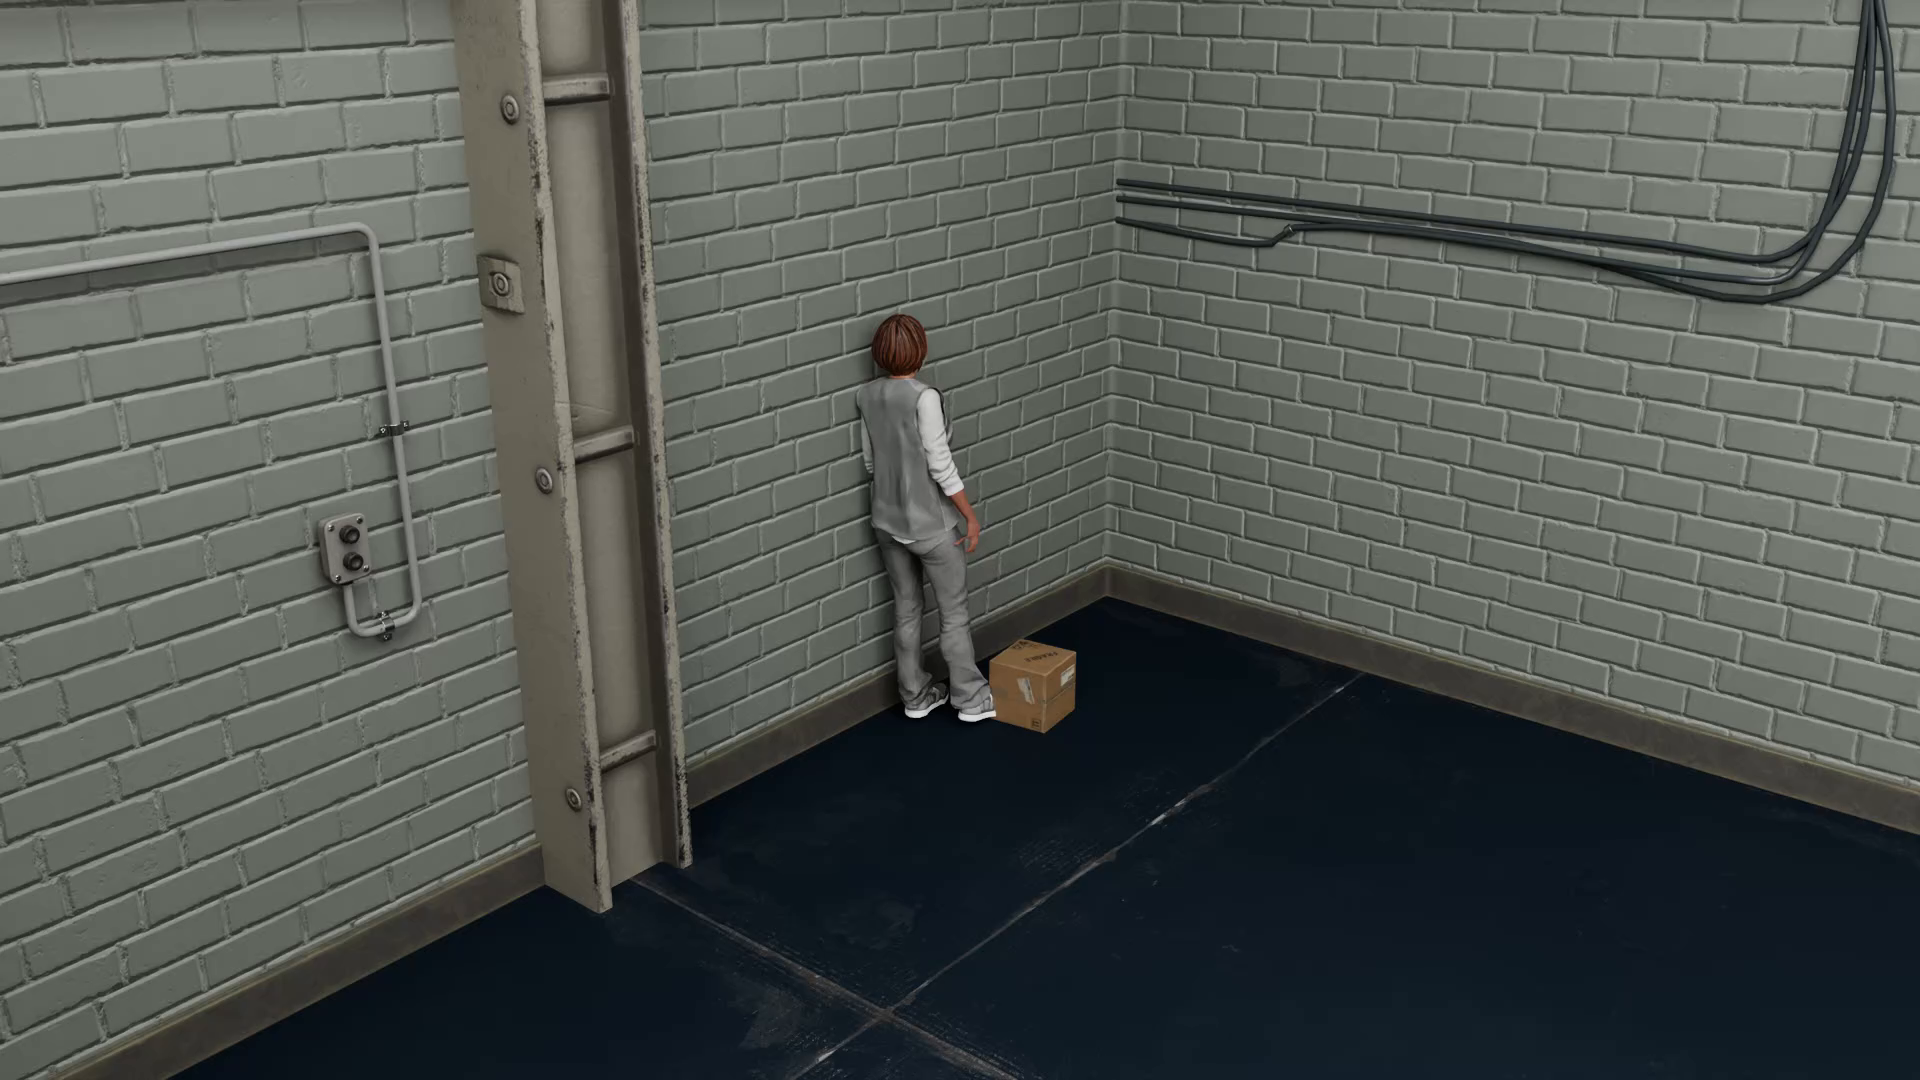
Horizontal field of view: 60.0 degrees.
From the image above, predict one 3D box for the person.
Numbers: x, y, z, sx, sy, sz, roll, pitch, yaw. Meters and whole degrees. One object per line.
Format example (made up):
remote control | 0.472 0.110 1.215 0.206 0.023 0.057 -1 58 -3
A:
person | -0.107 -0.079 6.274 0.519 1.598 0.474 16 26 36
